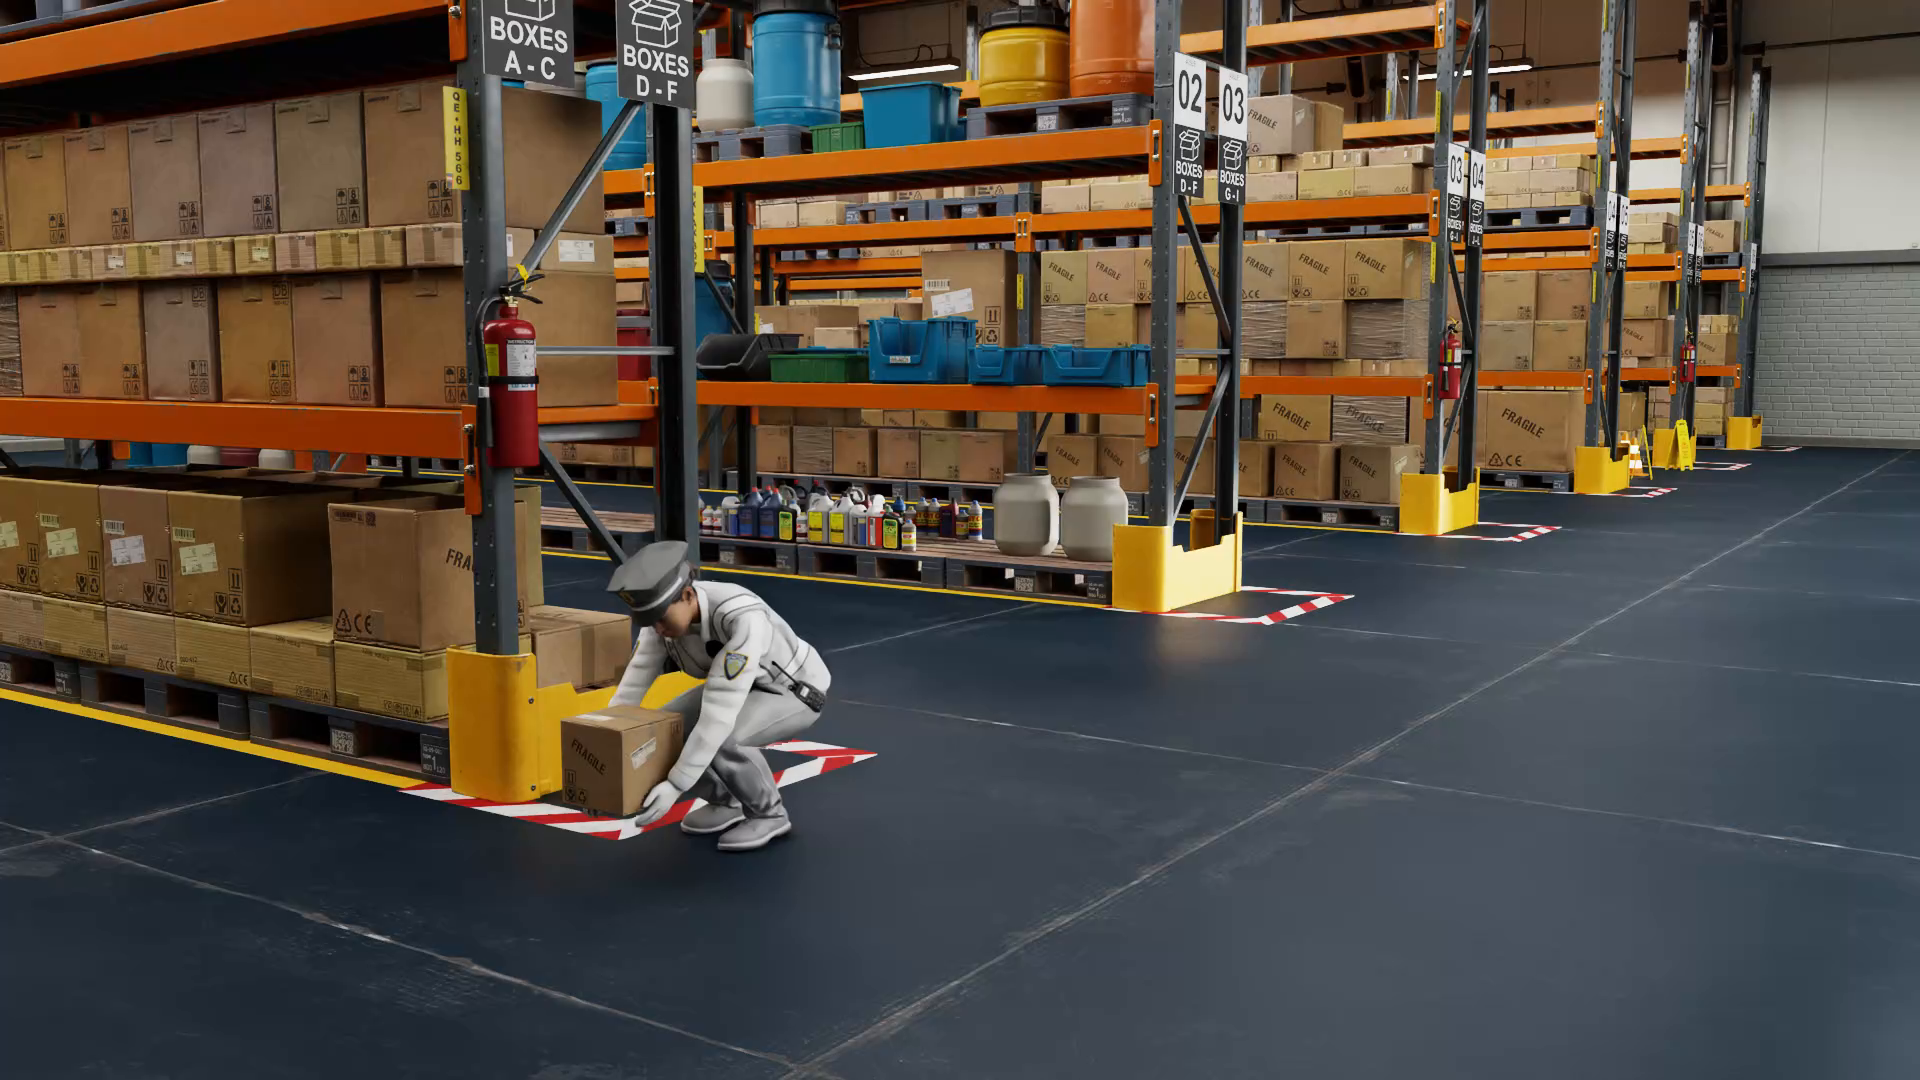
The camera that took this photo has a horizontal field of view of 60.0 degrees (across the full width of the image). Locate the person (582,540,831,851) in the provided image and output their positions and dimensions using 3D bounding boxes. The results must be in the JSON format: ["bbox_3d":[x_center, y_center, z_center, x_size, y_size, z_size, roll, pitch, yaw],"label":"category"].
[{"bbox_3d":[-0.749,0.464,5.072,0.503,0.961,0.826,6,9,41],"label":"person"}]
